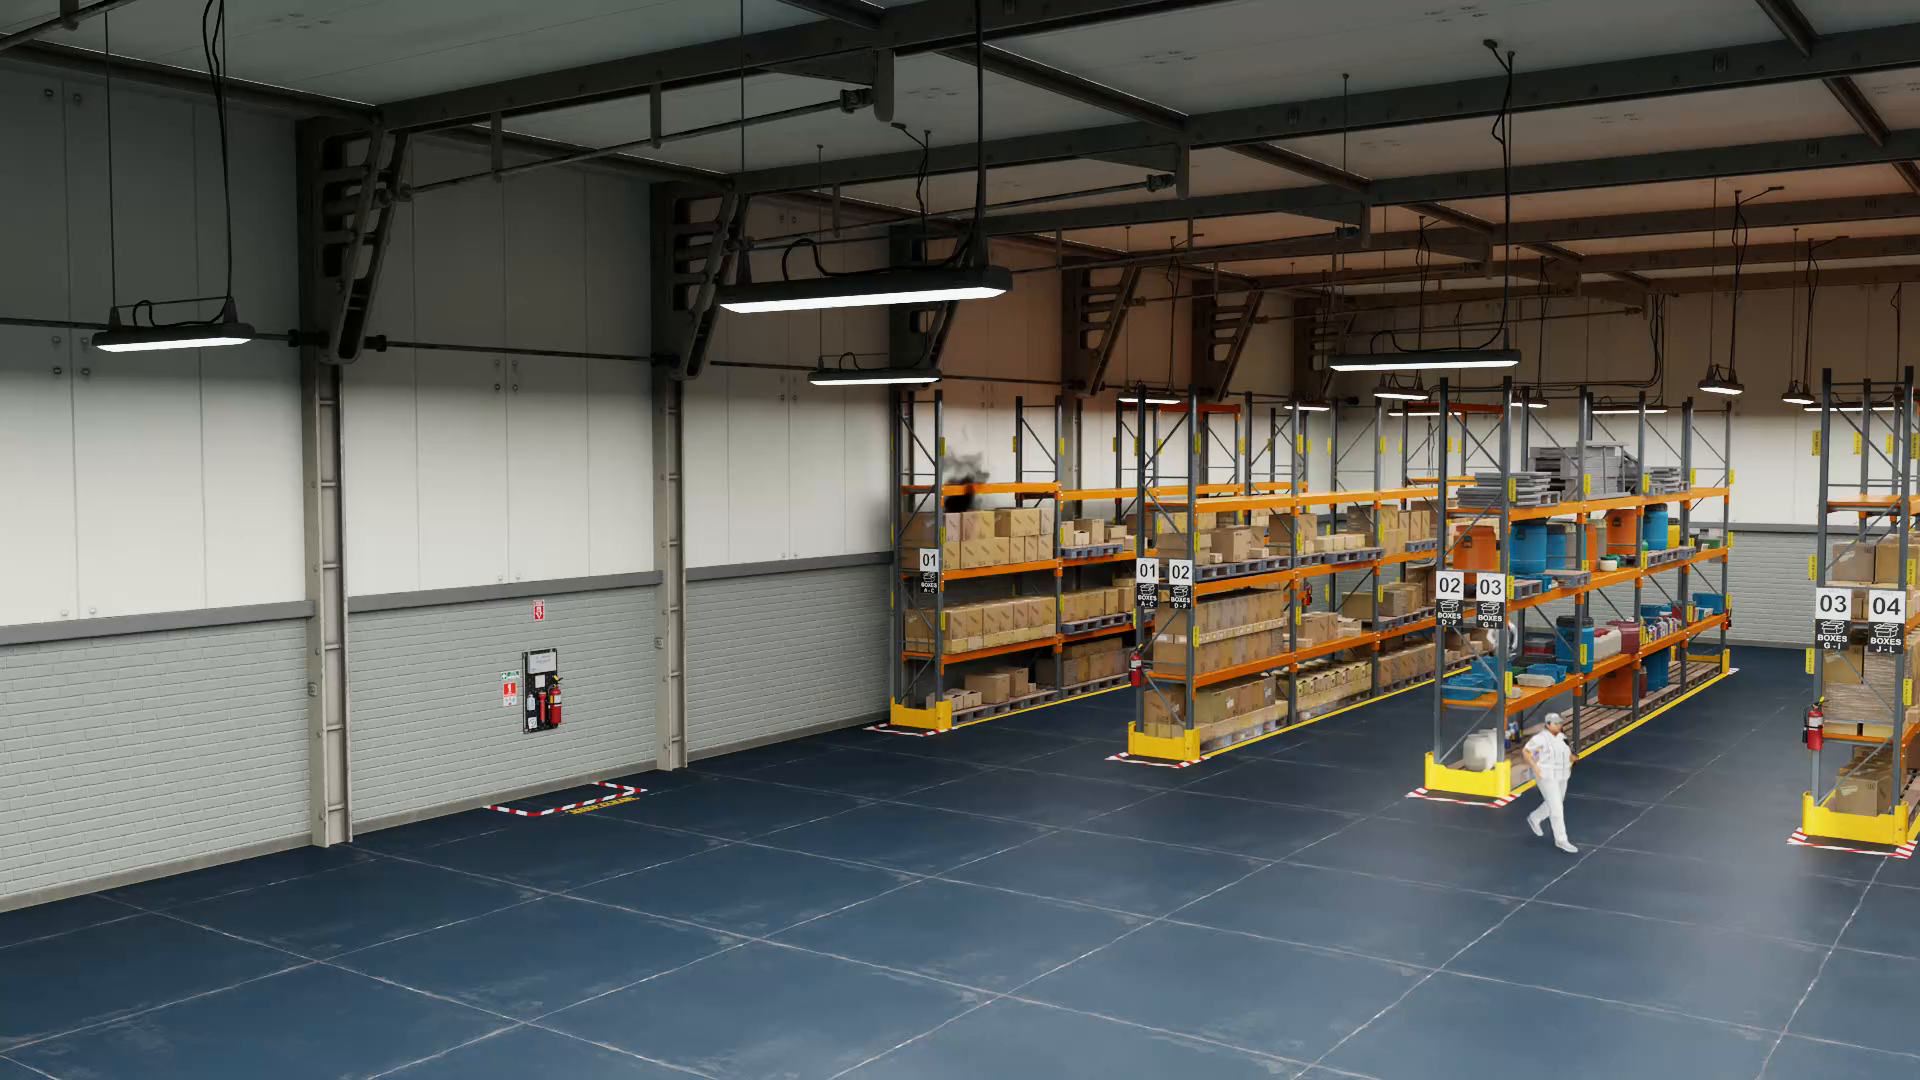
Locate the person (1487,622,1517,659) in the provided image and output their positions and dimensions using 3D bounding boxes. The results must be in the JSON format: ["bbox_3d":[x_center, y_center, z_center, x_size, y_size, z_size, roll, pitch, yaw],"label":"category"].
[{"bbox_3d":[11.121,2.253,34.072,0.641,1.702,0.781,1,4,24],"label":"person"}]

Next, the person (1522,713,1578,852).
[{"bbox_3d":[7.396,2.987,20.780,0.606,1.645,0.942,-2,4,-28],"label":"person"}]
